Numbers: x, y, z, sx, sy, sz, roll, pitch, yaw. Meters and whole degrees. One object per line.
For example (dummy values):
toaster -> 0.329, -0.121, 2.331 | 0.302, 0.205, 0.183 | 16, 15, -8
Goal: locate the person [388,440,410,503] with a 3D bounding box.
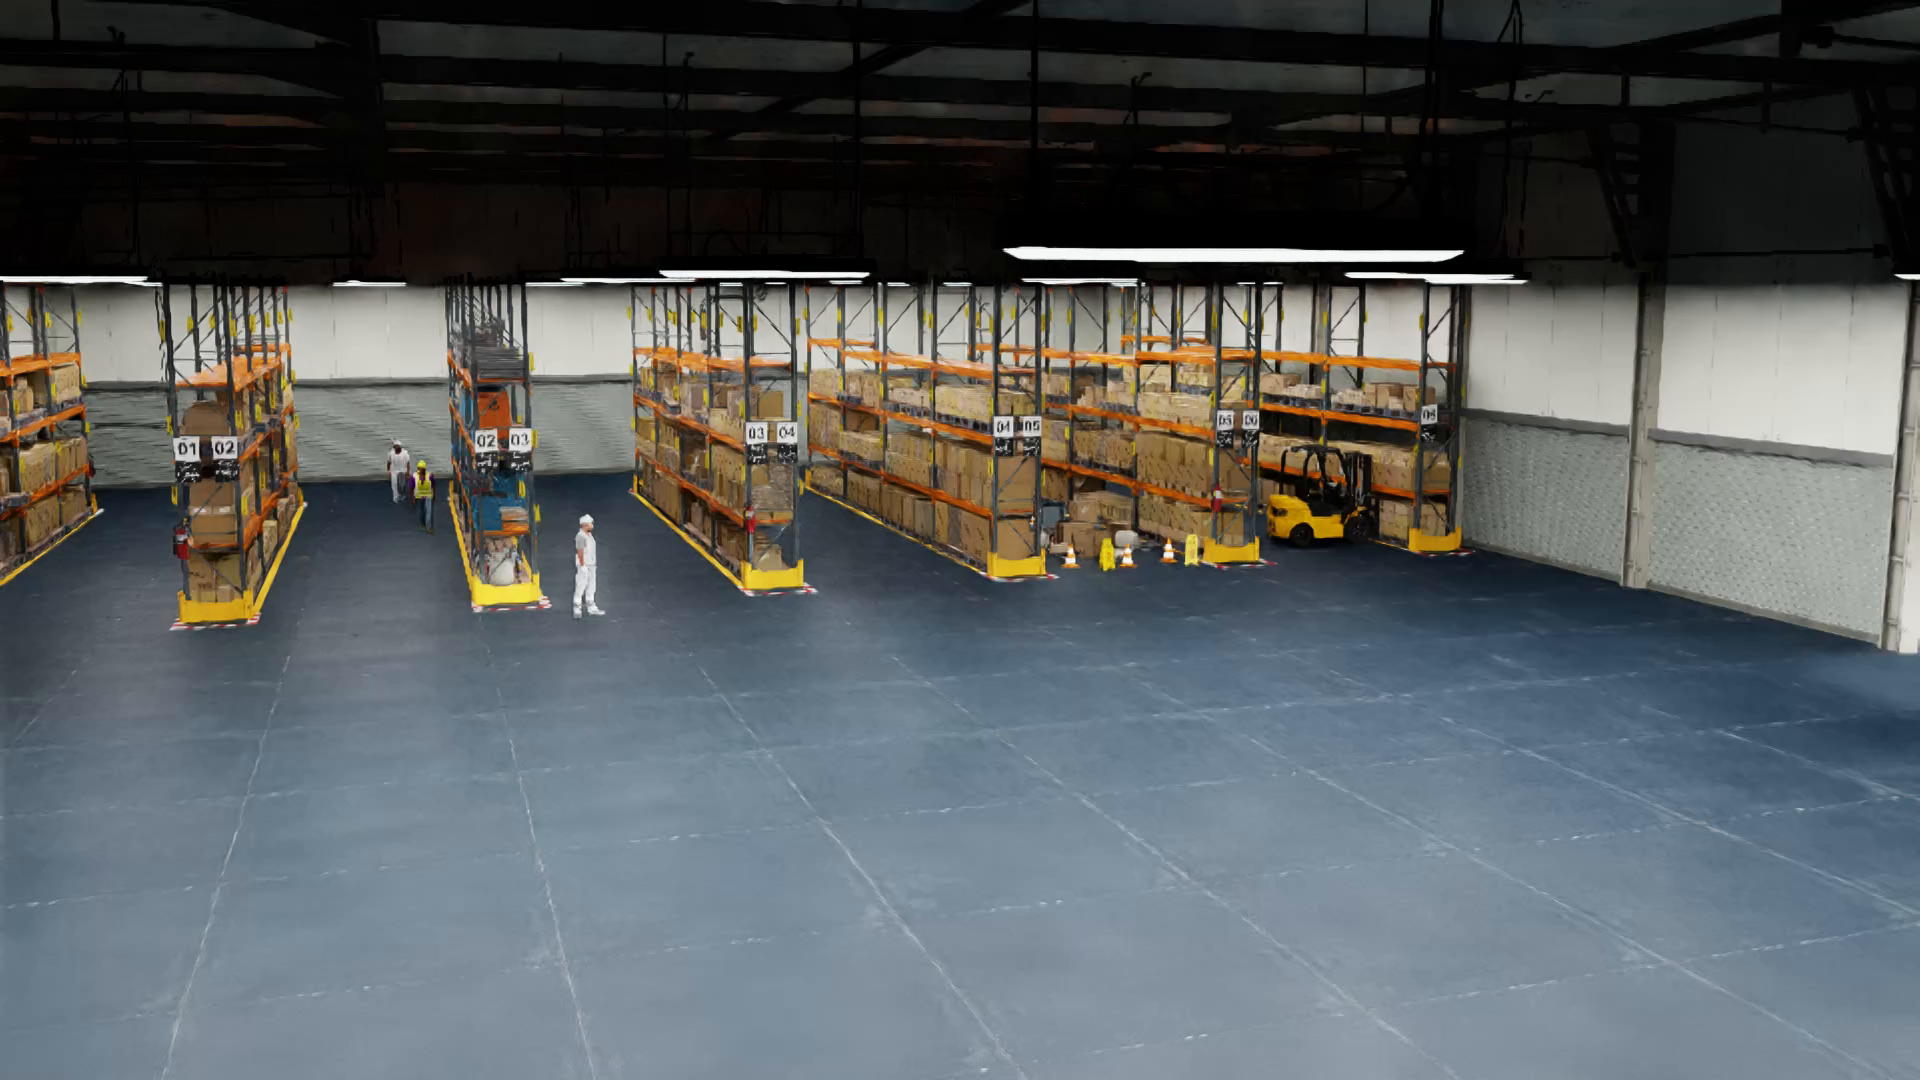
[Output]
person -> -15.078, -1.860, 44.708 | 0.575, 1.689, 1.123 | -3, 9, -20

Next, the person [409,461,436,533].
person -> -12.675, -1.032, 39.231 | 0.577, 1.691, 1.121 | -2, 9, -16

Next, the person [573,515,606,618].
person -> -6.541, 0.454, 29.103 | 0.467, 1.794, 0.639 | 1, 9, 8

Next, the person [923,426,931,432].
person -> -0.939, -2.877, 51.270 | 0.715, 1.735, 0.505 | 7, 11, 41
